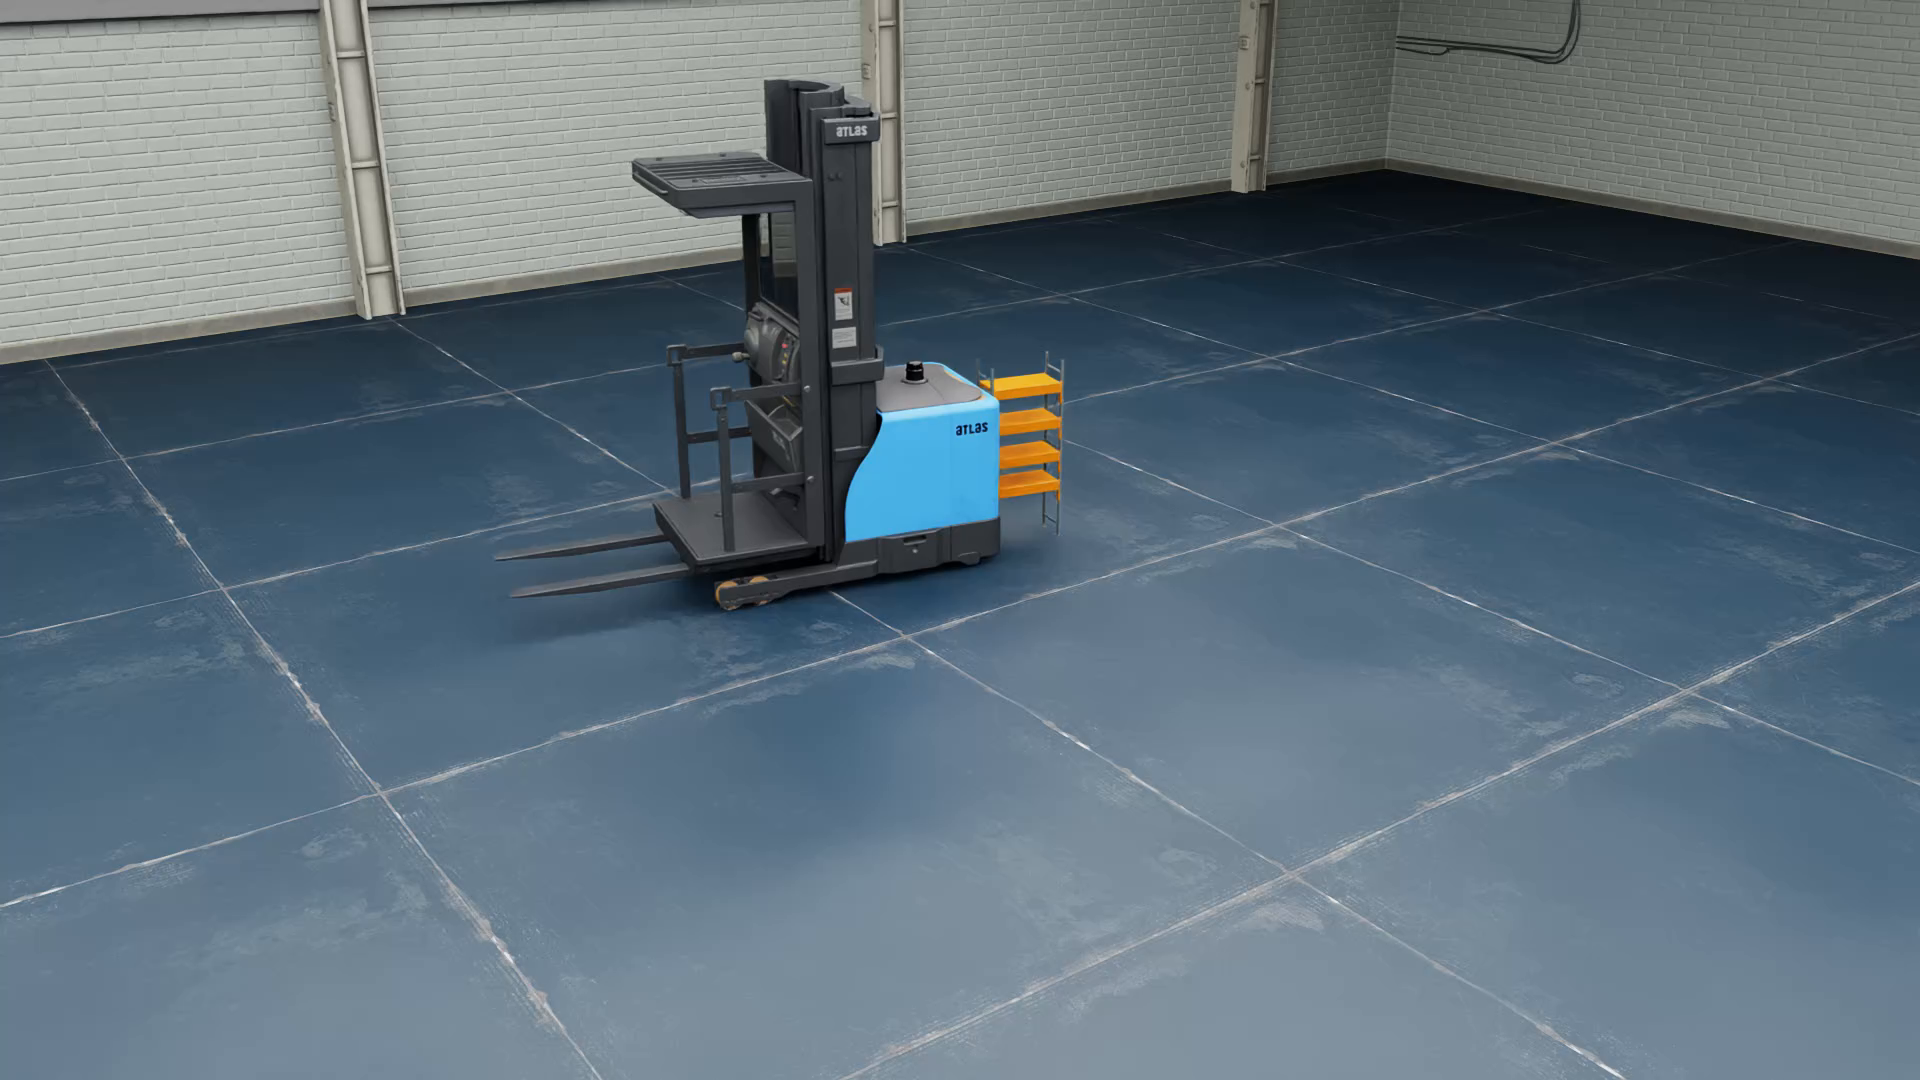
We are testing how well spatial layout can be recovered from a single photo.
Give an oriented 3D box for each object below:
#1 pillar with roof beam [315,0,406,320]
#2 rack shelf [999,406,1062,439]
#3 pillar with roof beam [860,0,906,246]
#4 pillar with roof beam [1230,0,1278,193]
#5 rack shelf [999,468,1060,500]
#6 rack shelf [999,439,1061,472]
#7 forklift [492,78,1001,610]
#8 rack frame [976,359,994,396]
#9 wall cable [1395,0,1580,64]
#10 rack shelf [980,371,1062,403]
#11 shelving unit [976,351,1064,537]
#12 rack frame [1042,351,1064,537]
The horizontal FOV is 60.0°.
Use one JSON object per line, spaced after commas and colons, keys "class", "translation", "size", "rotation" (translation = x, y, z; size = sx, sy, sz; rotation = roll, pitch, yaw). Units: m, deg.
{"class": "pillar with roof beam", "translation": [-3.240, -5.135, 11.624], "size": [0.400, 9.000, 9.100], "rotation": [-15, 26, -33]}
{"class": "rack shelf", "translation": [0.381, -0.726, 10.676], "size": [0.480, 0.148, 0.258], "rotation": [-9, 24, -22]}
{"class": "pillar with roof beam", "translation": [1.630, -6.434, 14.878], "size": [0.400, 9.000, 9.100], "rotation": [-15, 26, -33]}
{"class": "pillar with roof beam", "translation": [6.501, -7.733, 18.133], "size": [0.400, 9.000, 9.100], "rotation": [-15, 26, -33]}
{"class": "rack shelf", "translation": [0.381, -0.334, 10.832], "size": [0.480, 0.148, 0.258], "rotation": [-9, 24, -22]}
{"class": "rack shelf", "translation": [0.381, -0.519, 10.759], "size": [0.480, 0.148, 0.258], "rotation": [-9, 24, -22]}
{"class": "forklift", "translation": [-1.306, -1.169, 9.870], "size": [3.031, 2.935, 1.130], "rotation": [-9, 24, -22]}
{"class": "rack frame", "translation": [0.157, -0.545, 10.643], "size": [0.015, 1.200, 0.240], "rotation": [-9, 24, -22]}
{"class": "wall cable", "translation": [7.150, -7.826, 22.555], "size": [0.112, 2.526, 3.097], "rotation": [-15, 26, -33]}
{"class": "rack shelf", "translation": [0.381, -0.946, 10.588], "size": [0.480, 0.148, 0.258], "rotation": [-9, 24, -22]}
{"class": "shelving unit", "translation": [0.381, -0.581, 10.734], "size": [0.503, 1.200, 0.258], "rotation": [-9, 24, -22]}
{"class": "rack frame", "translation": [0.604, -0.617, 10.824], "size": [0.015, 1.200, 0.240], "rotation": [-9, 24, -22]}
